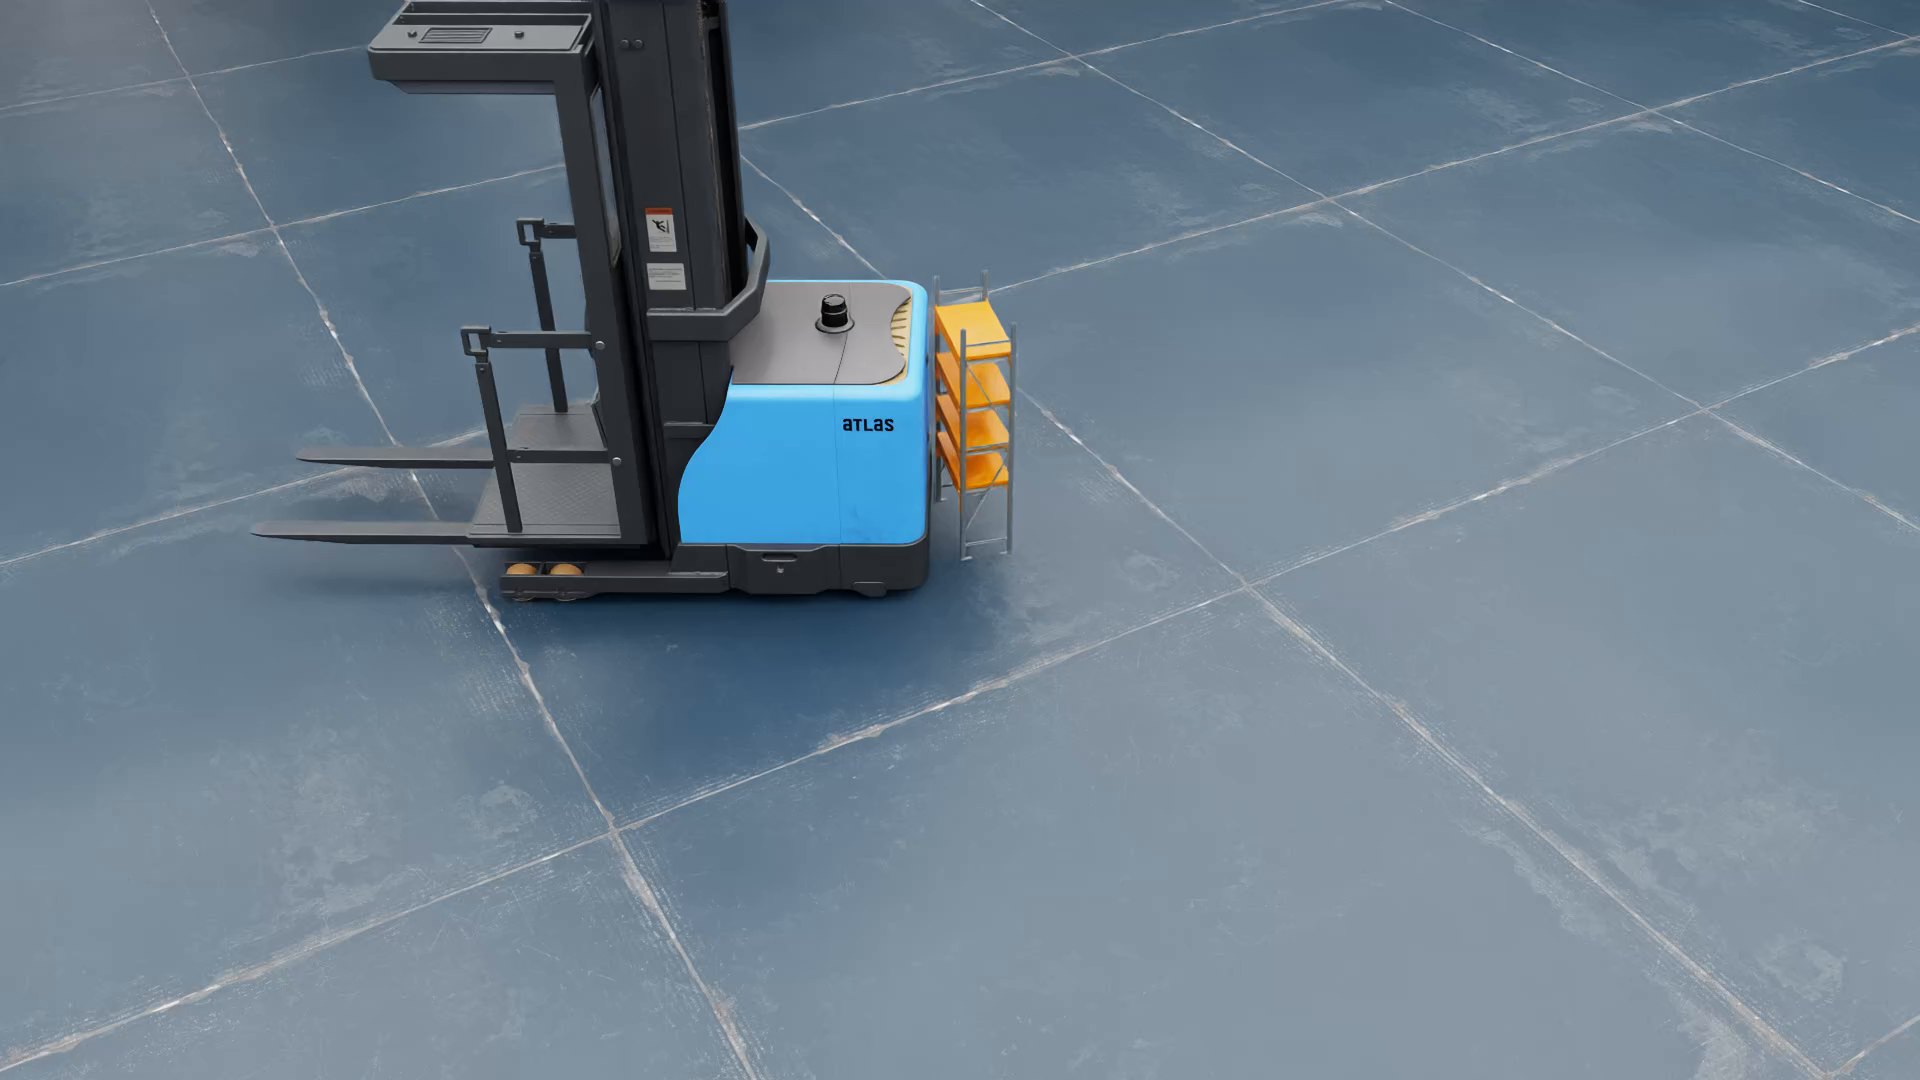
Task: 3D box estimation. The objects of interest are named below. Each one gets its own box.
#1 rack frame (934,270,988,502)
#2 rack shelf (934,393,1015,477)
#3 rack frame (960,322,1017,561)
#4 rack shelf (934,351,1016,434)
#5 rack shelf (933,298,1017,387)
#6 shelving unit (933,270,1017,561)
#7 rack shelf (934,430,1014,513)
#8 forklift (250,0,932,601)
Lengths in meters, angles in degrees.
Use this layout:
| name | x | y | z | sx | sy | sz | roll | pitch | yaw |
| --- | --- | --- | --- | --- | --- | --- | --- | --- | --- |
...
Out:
| name | x | y | z | sx | sy | sz | roll | pitch | yaw |
| --- | --- | --- | --- | --- | --- | --- | --- | --- | --- |
| rack frame | 0.004 | -0.688 | 7.675 | 0.240 | 1.200 | 0.015 | -8 | 37 | -11 |
| rack shelf | 0.062 | -0.494 | 7.523 | 0.258 | 0.148 | 0.480 | -8 | 37 | -11 |
| rack frame | 0.120 | -0.409 | 7.292 | 0.240 | 1.200 | 0.015 | -8 | 37 | -11 |
| rack shelf | 0.062 | -0.675 | 7.392 | 0.258 | 0.148 | 0.480 | -8 | 37 | -11 |
| rack shelf | 0.062 | -0.866 | 7.252 | 0.258 | 0.148 | 0.480 | -8 | 37 | -11 |
| shelving unit | 0.062 | -0.549 | 7.484 | 0.258 | 1.200 | 0.503 | -8 | 37 | -11 |
| rack shelf | 0.062 | -0.334 | 7.641 | 0.258 | 0.148 | 0.480 | -8 | 37 | -11 |
| forklift | -1.654 | -1.224 | 6.941 | 3.031 | 2.935 | 1.130 | 0 | 36 | 0 |
